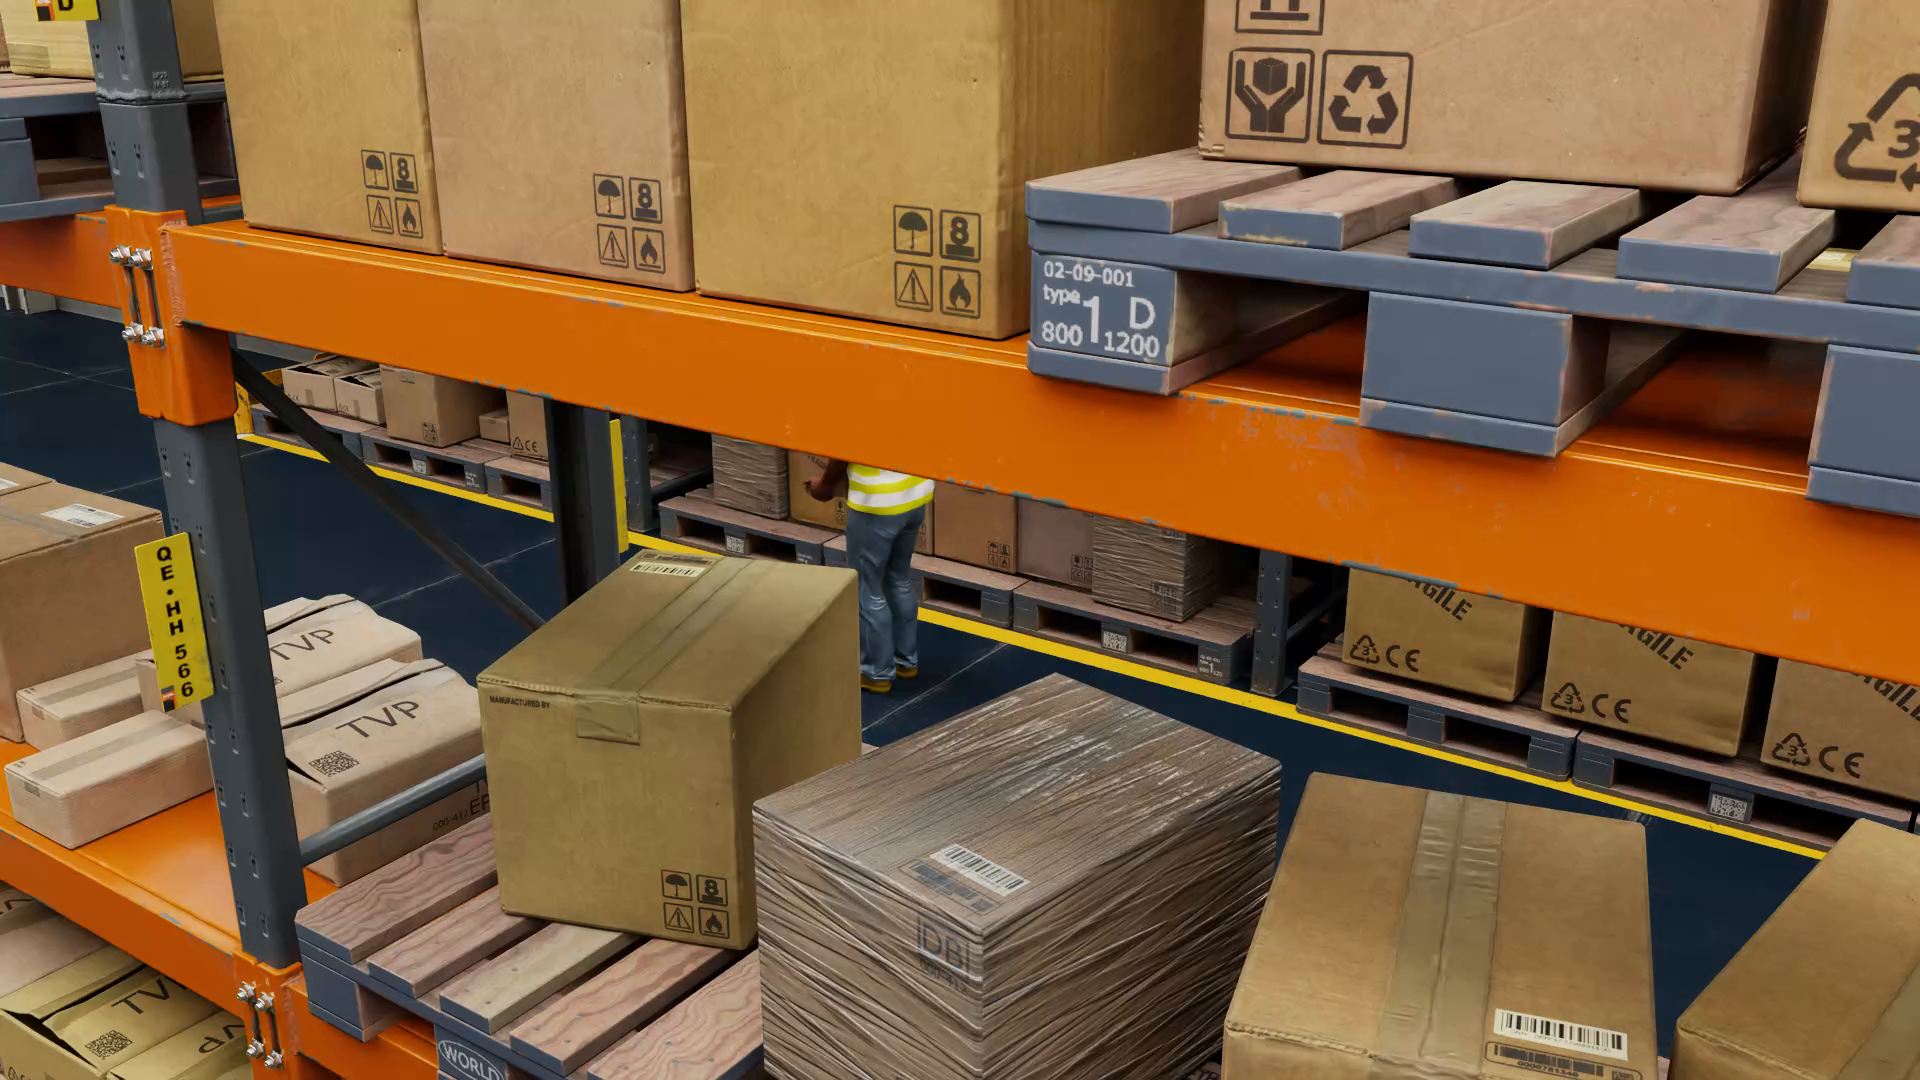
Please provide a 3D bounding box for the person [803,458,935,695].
[{"bbox_3d":[-0.409,-0.174,7.531,0.586,1.760,0.503,13,24,33],"label":"person"}]
